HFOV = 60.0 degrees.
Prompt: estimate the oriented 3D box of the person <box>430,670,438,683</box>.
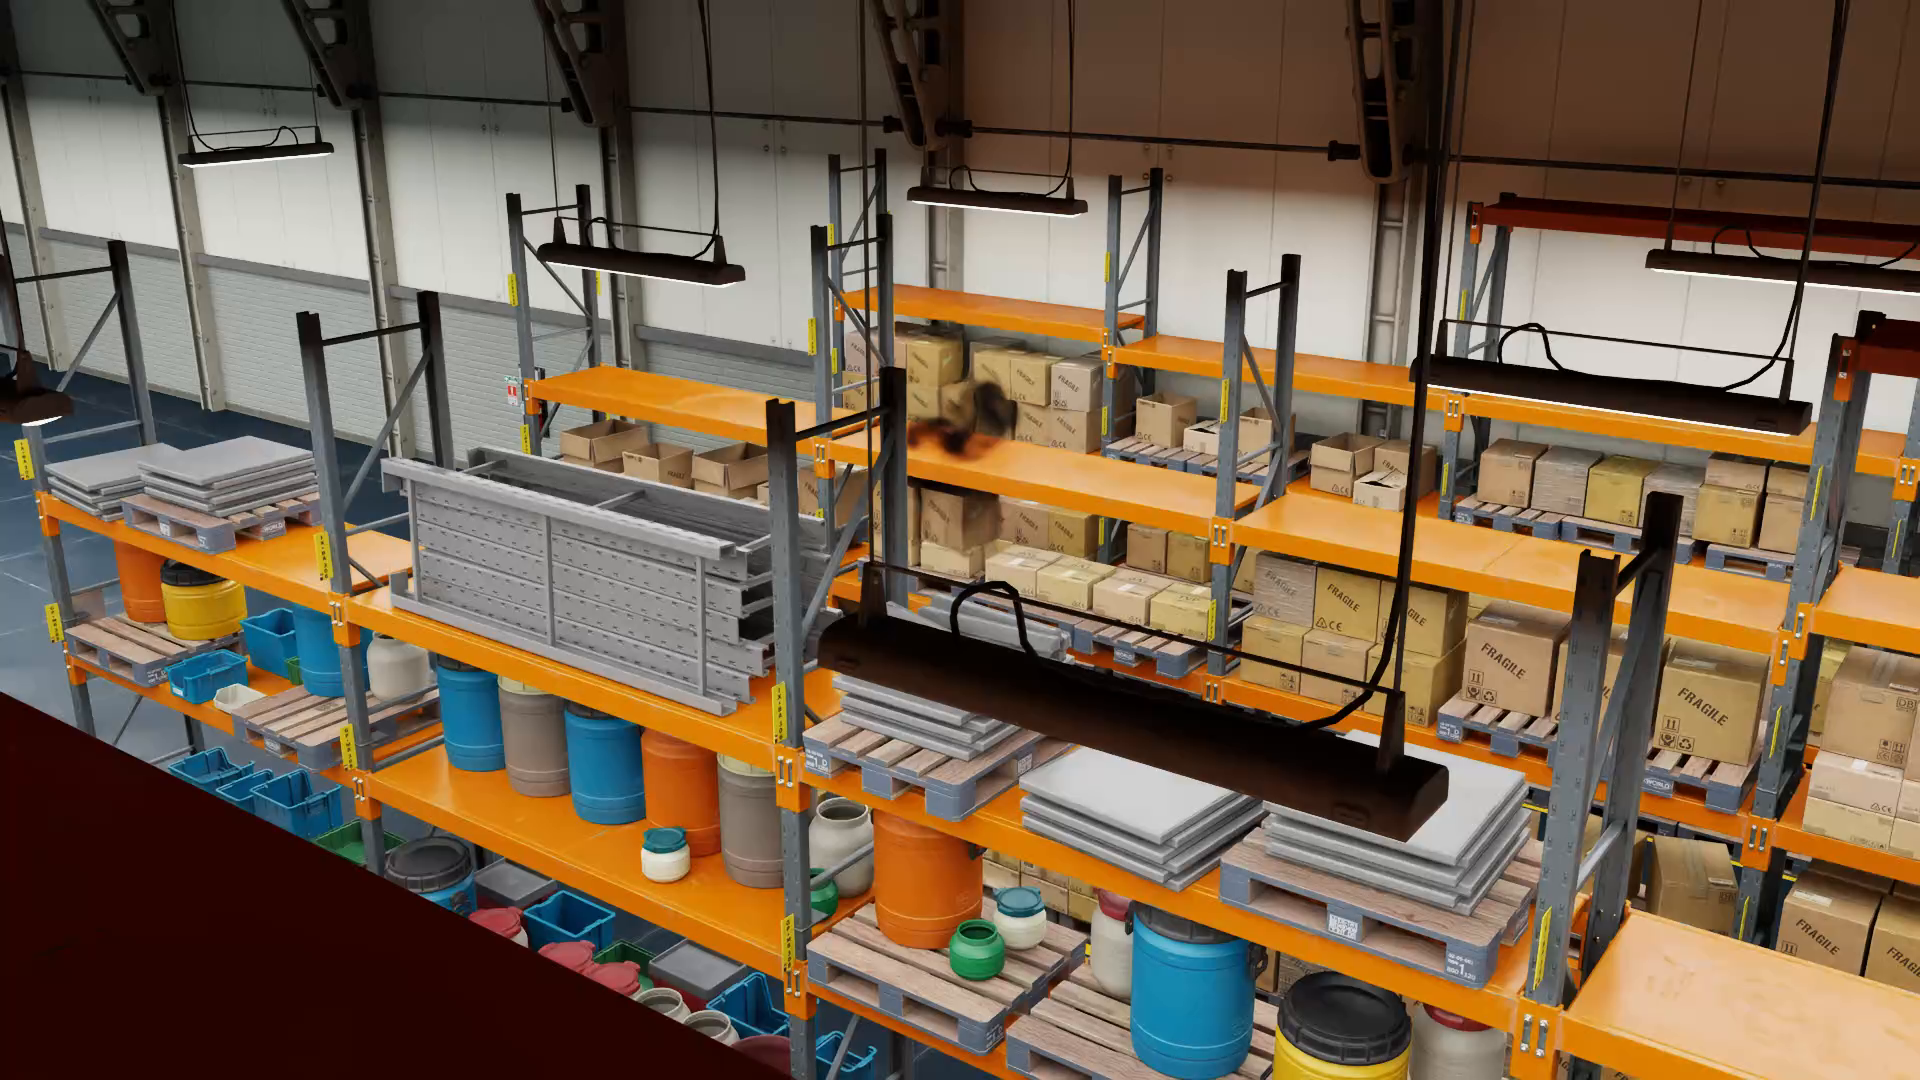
[{"bbox_3d":[-6.284,1.117,19.044,0.817,1.786,0.683,-5,19,-15],"label":"person"}]
